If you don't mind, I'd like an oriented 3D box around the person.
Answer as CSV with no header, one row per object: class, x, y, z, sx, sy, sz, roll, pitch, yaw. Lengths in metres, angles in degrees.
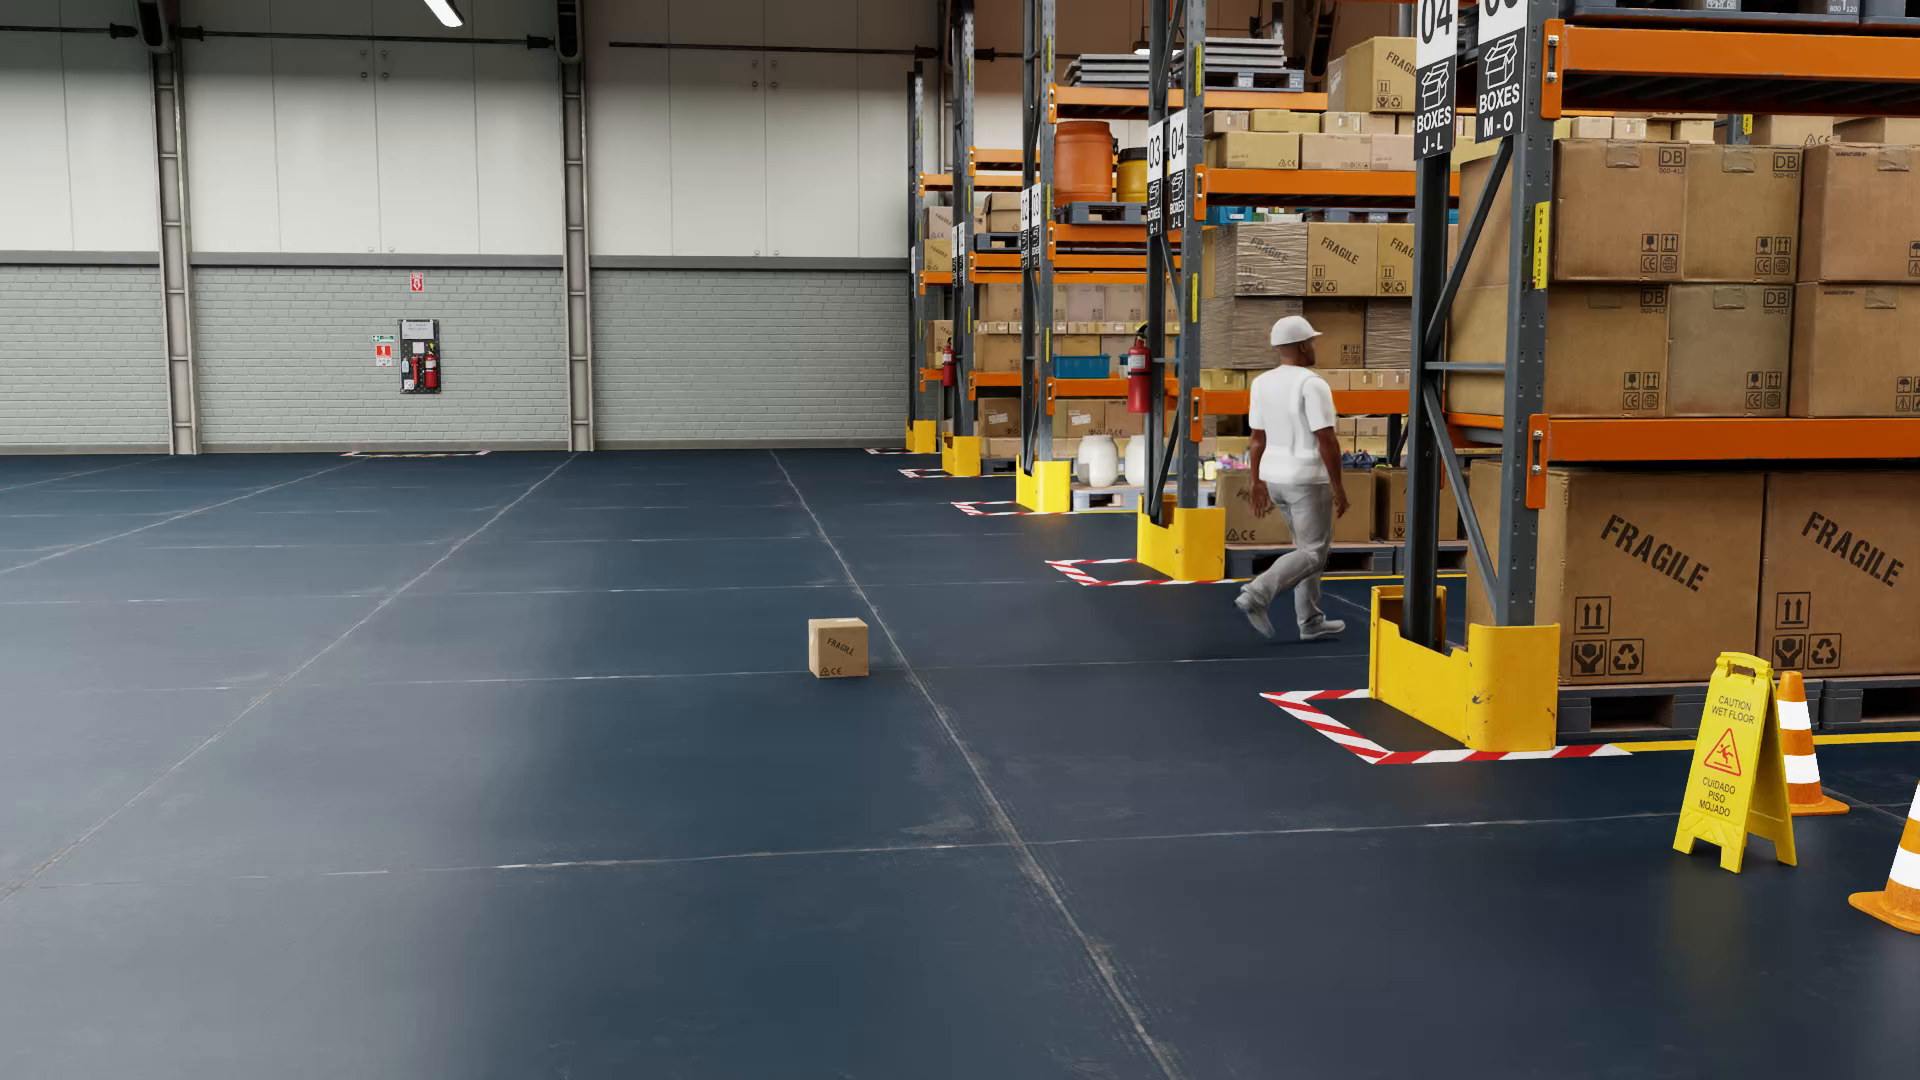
person,1.770,-0.313,8.825,0.842,1.741,0.575,-3,7,-27
